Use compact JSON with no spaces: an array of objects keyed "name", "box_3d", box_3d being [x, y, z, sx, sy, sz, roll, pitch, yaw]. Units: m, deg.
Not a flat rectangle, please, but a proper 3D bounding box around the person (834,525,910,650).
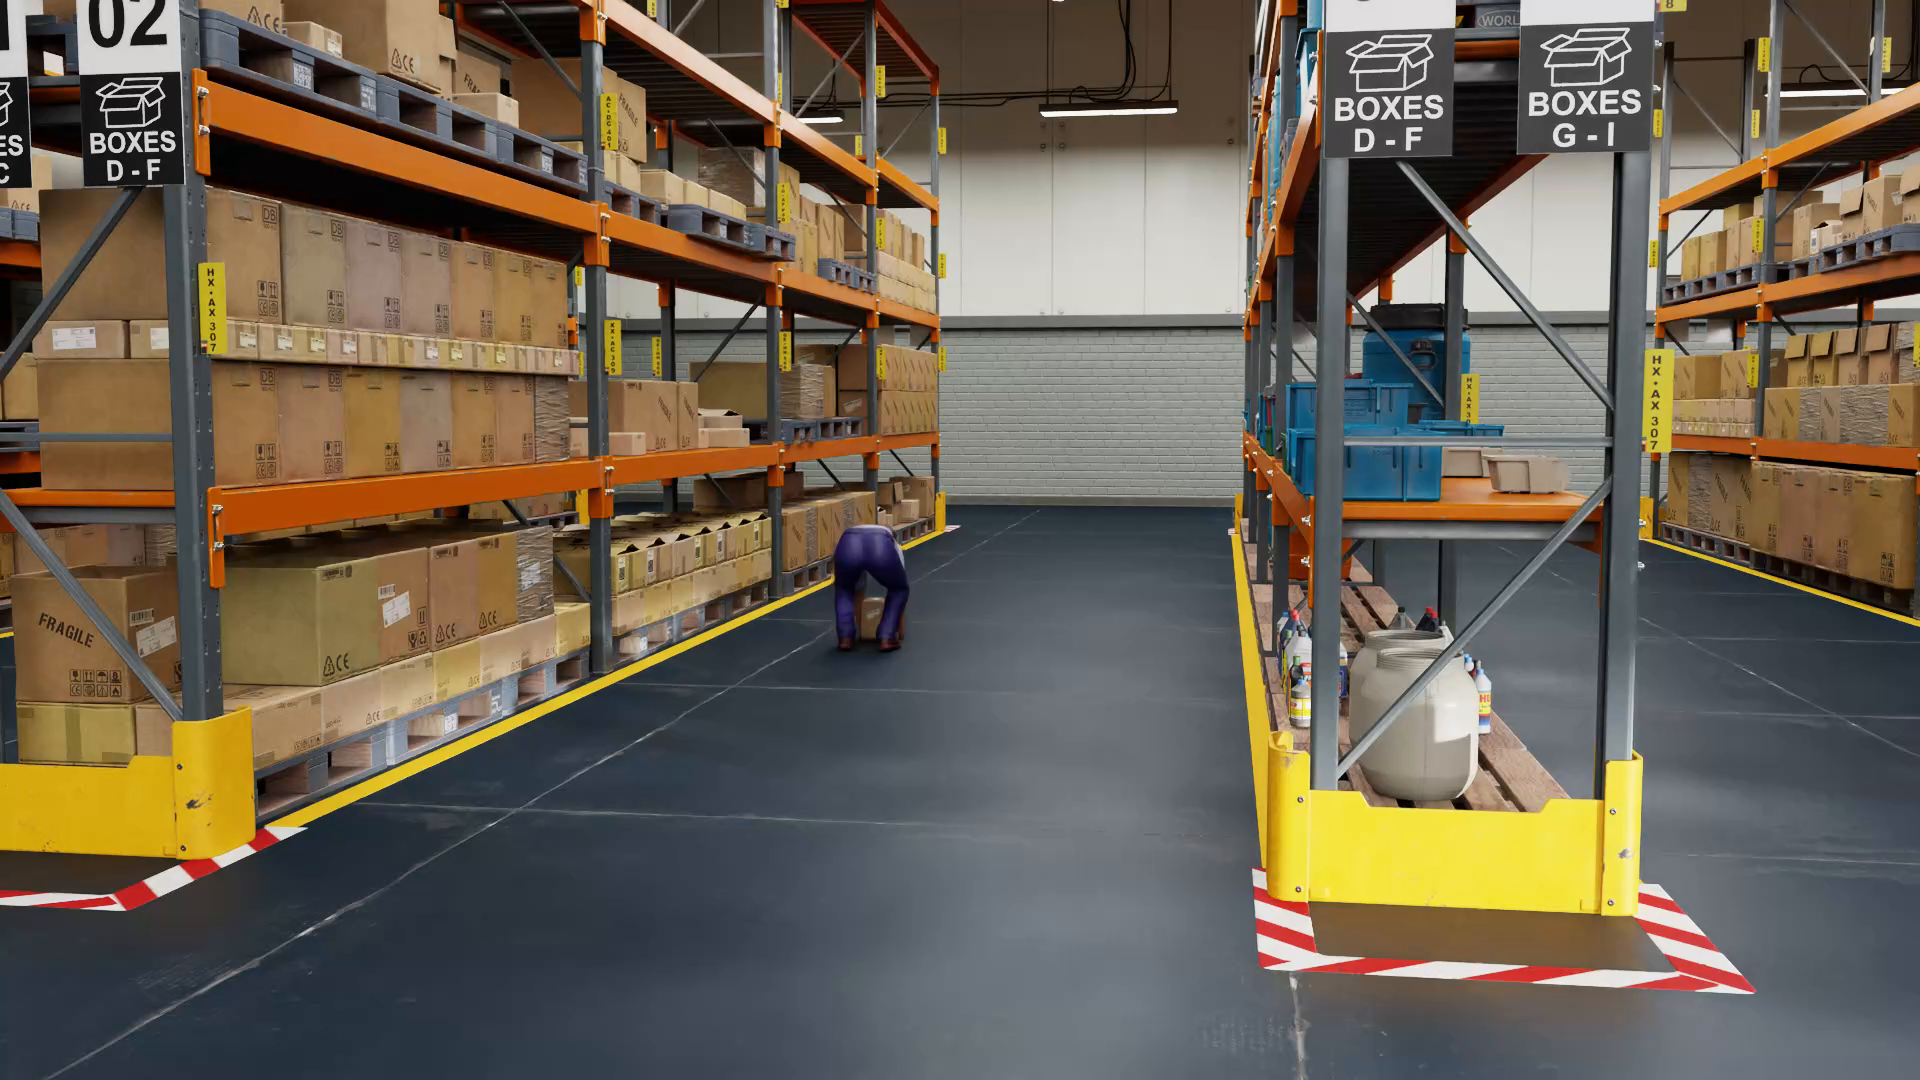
[{"name":"person","box_3d":[-0.600,0.302,11.296,0.522,0.840,0.899,0,5,6]}]
